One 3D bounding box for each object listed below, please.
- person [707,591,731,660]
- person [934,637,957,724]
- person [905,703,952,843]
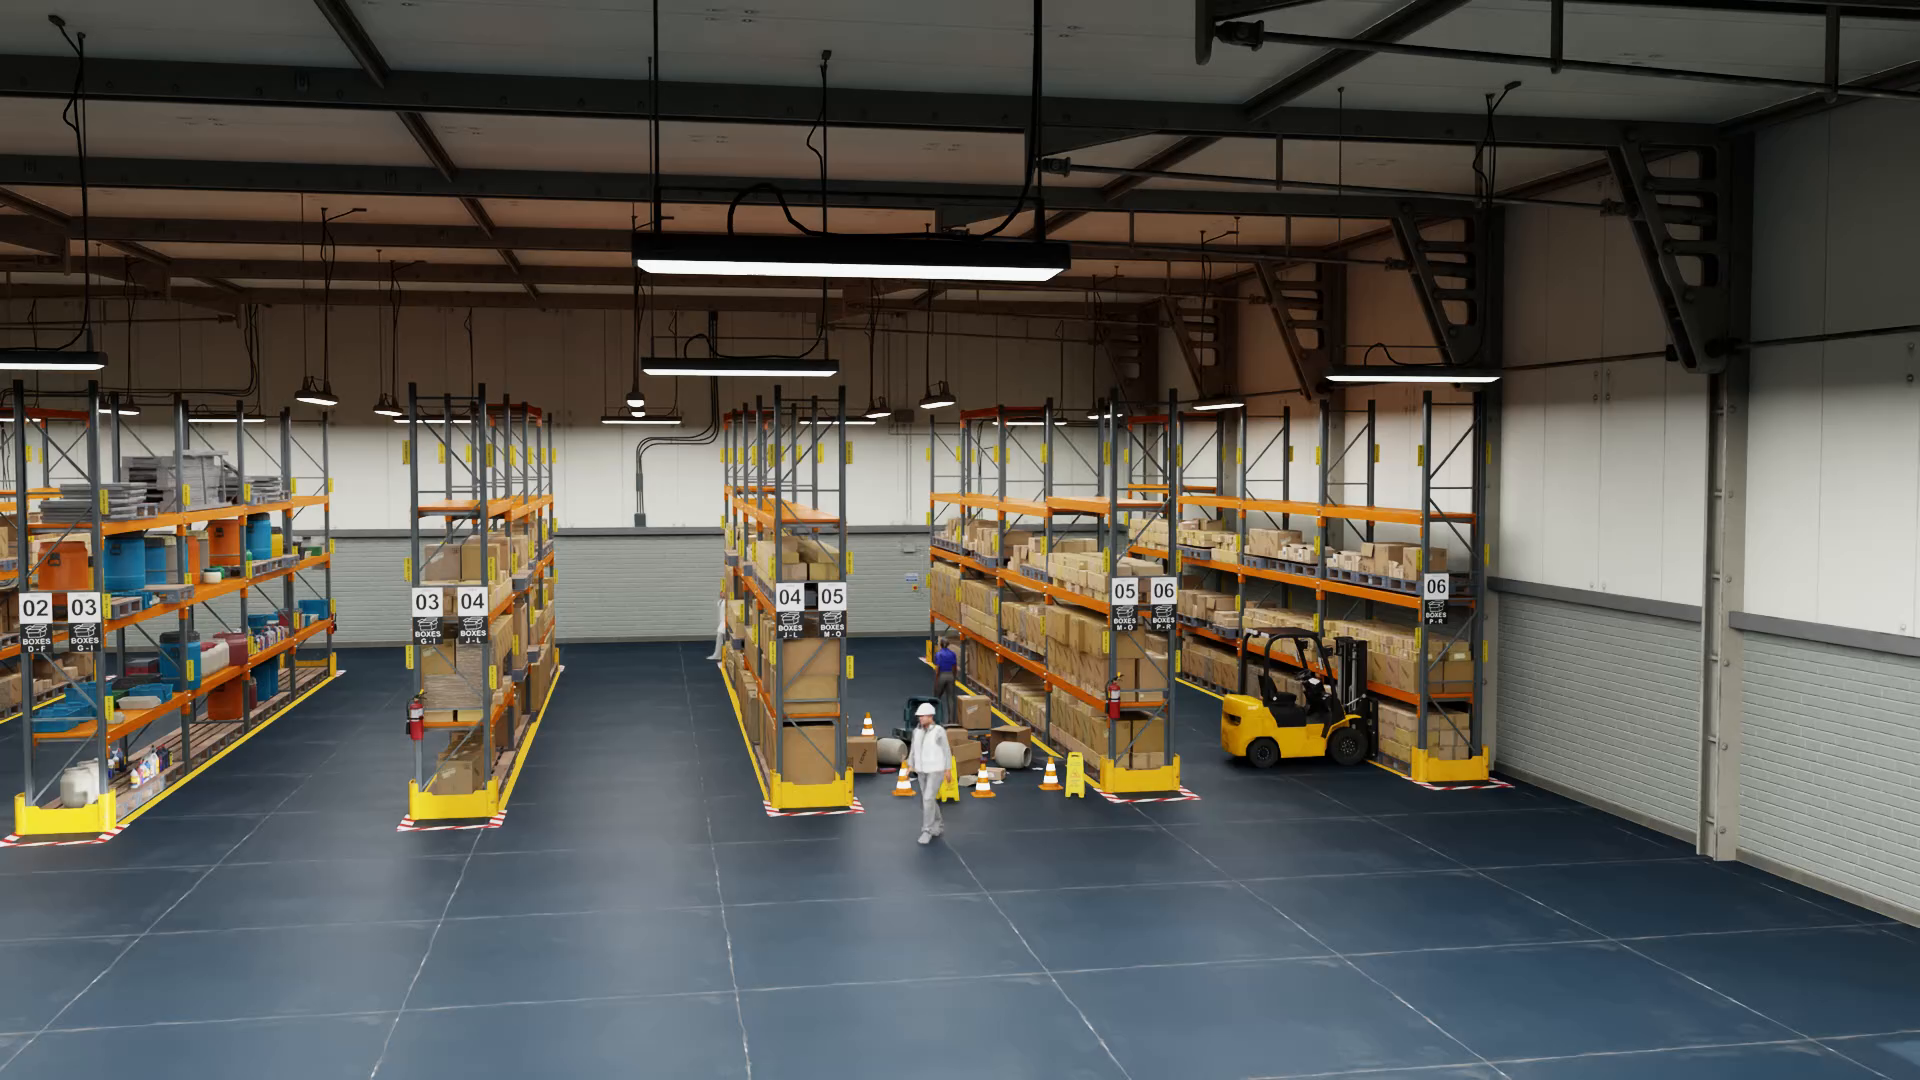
[{"bbox_3d":[-5.742,2.033,40.914,1.032,1.702,0.624,-2,3,-31],"label":"person"},{"bbox_3d":[-0.272,2.639,30.803,0.487,1.683,0.687,-1,3,-23],"label":"person"},{"bbox_3d":[-0.451,3.017,21.670,0.615,1.763,0.817,2,4,40],"label":"person"}]
